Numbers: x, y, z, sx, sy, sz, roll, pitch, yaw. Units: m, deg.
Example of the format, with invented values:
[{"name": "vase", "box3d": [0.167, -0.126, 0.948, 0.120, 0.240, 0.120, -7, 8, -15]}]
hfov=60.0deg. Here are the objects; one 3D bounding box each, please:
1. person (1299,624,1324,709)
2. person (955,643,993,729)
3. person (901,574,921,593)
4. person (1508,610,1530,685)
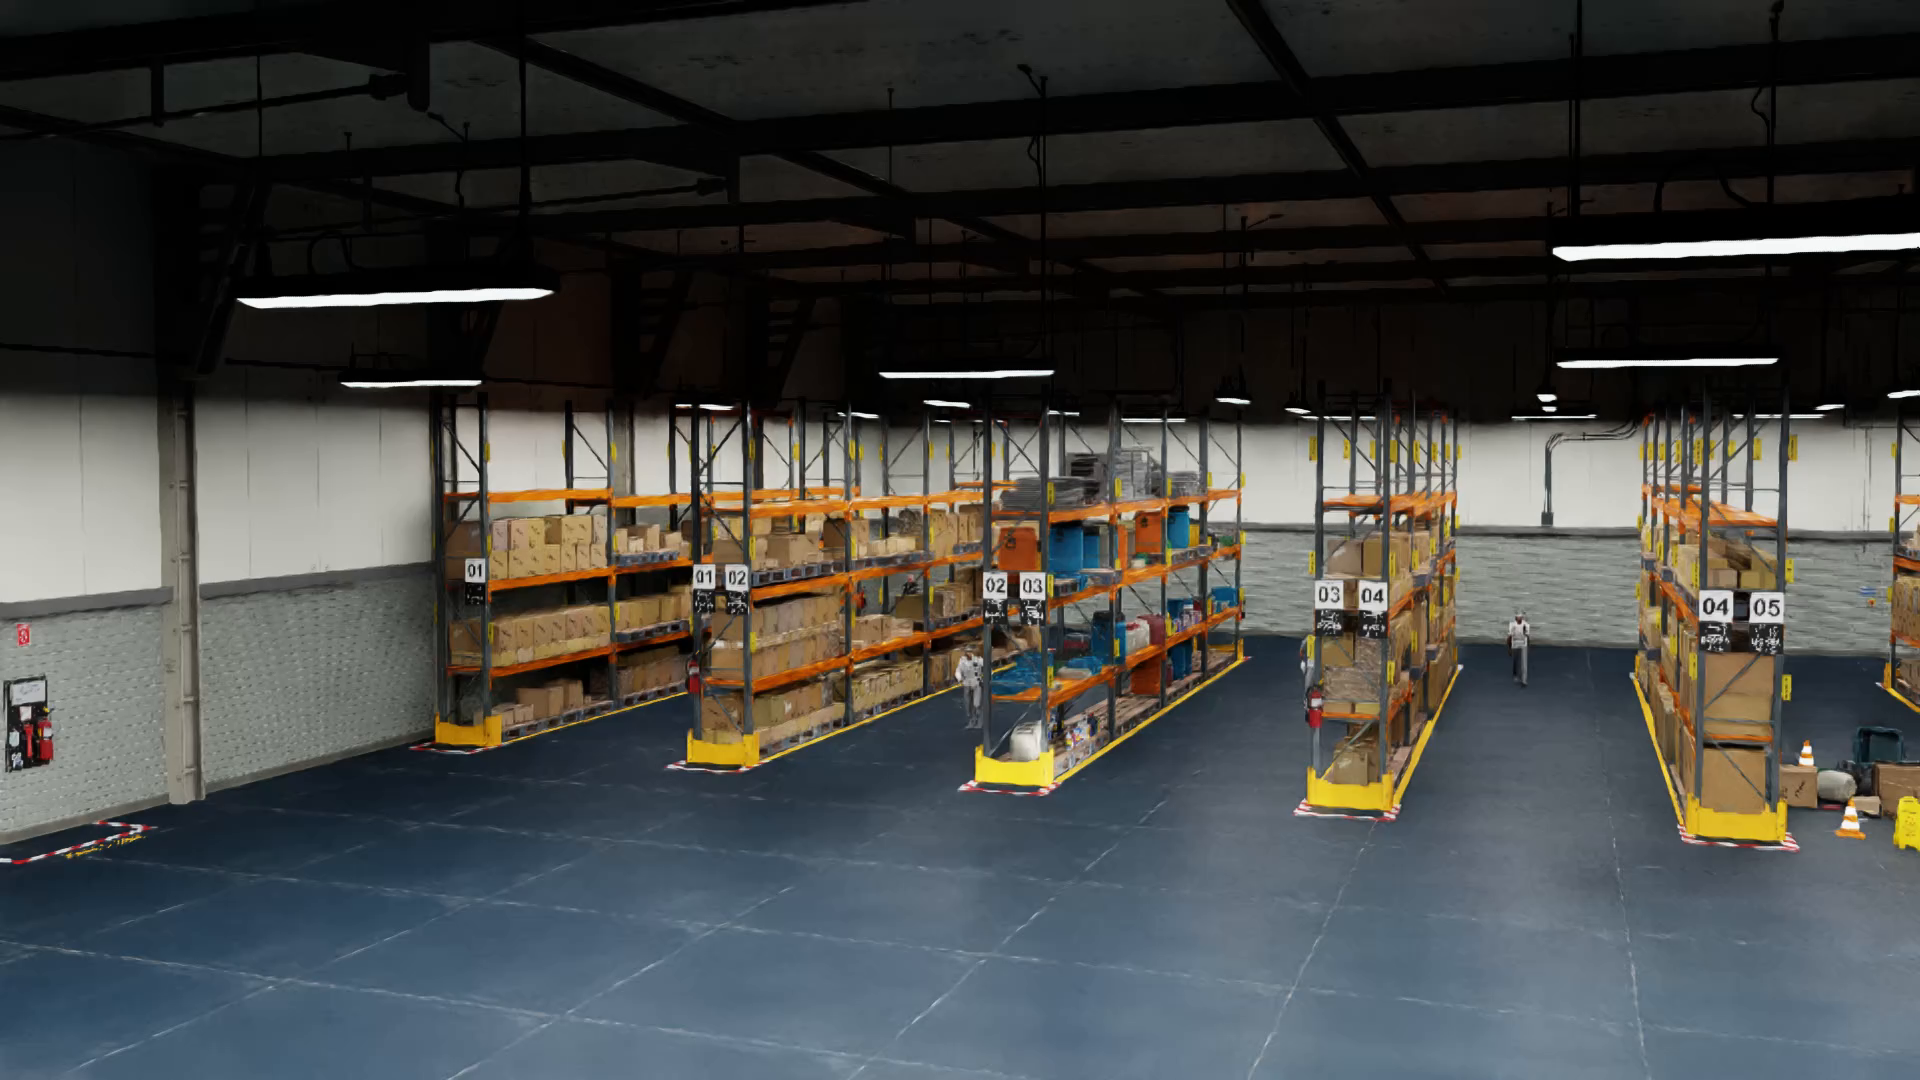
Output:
[{"name": "person", "box3d": [6.877, 2.436, 32.047, 0.689, 1.735, 0.544, 1, 3, 19]}, {"name": "person", "box3d": [0.227, 2.620, 29.775, 0.622, 1.607, 0.763, 1, 3, 25]}, {"name": "person", "box3d": [-1.344, 1.759, 45.270, 0.538, 1.652, 1.026, 1, 3, 12]}, {"name": "person", "box3d": [12.015, 2.284, 35.751, 0.457, 1.583, 1.075, 1, 3, 22]}]
